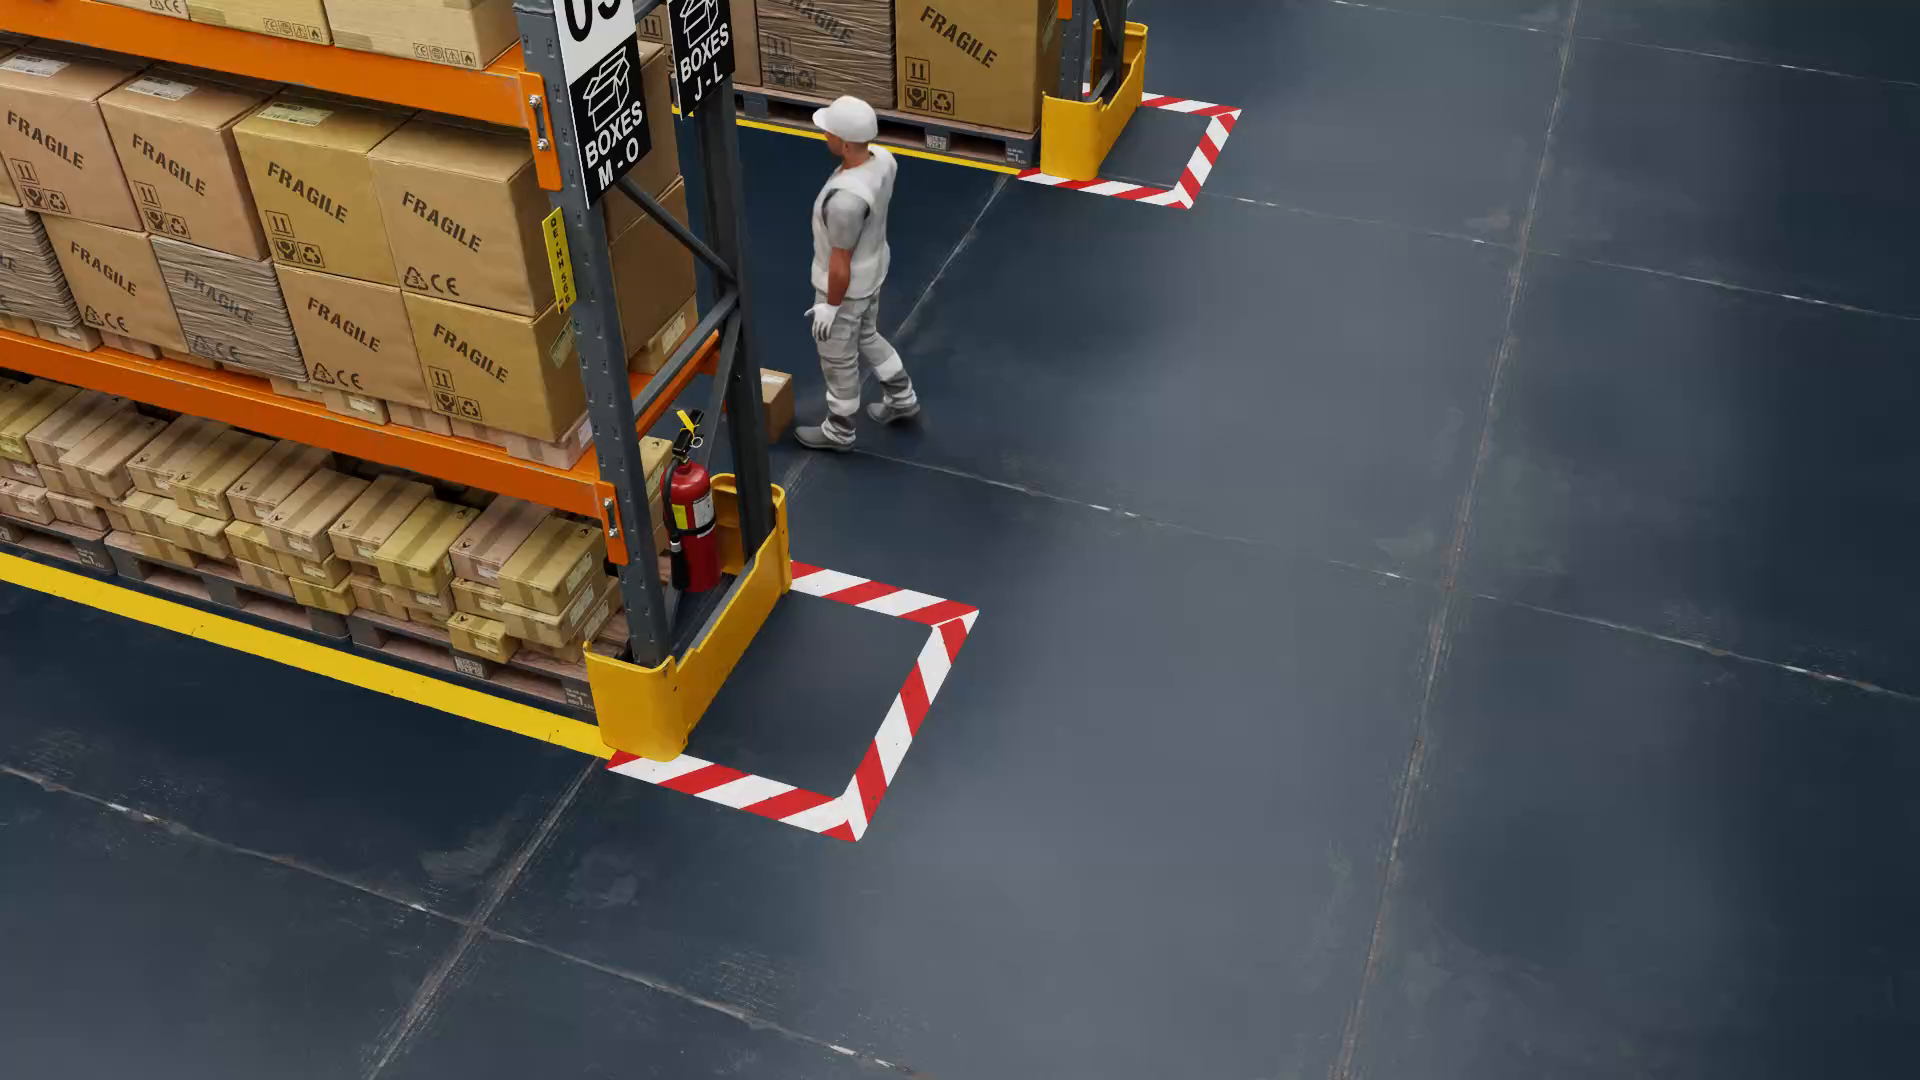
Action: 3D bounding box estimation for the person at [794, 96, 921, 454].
[{"bbox_3d":[-0.516,-1.156,7.465,0.543,1.807,0.589,13,43,14],"label":"person"}]
